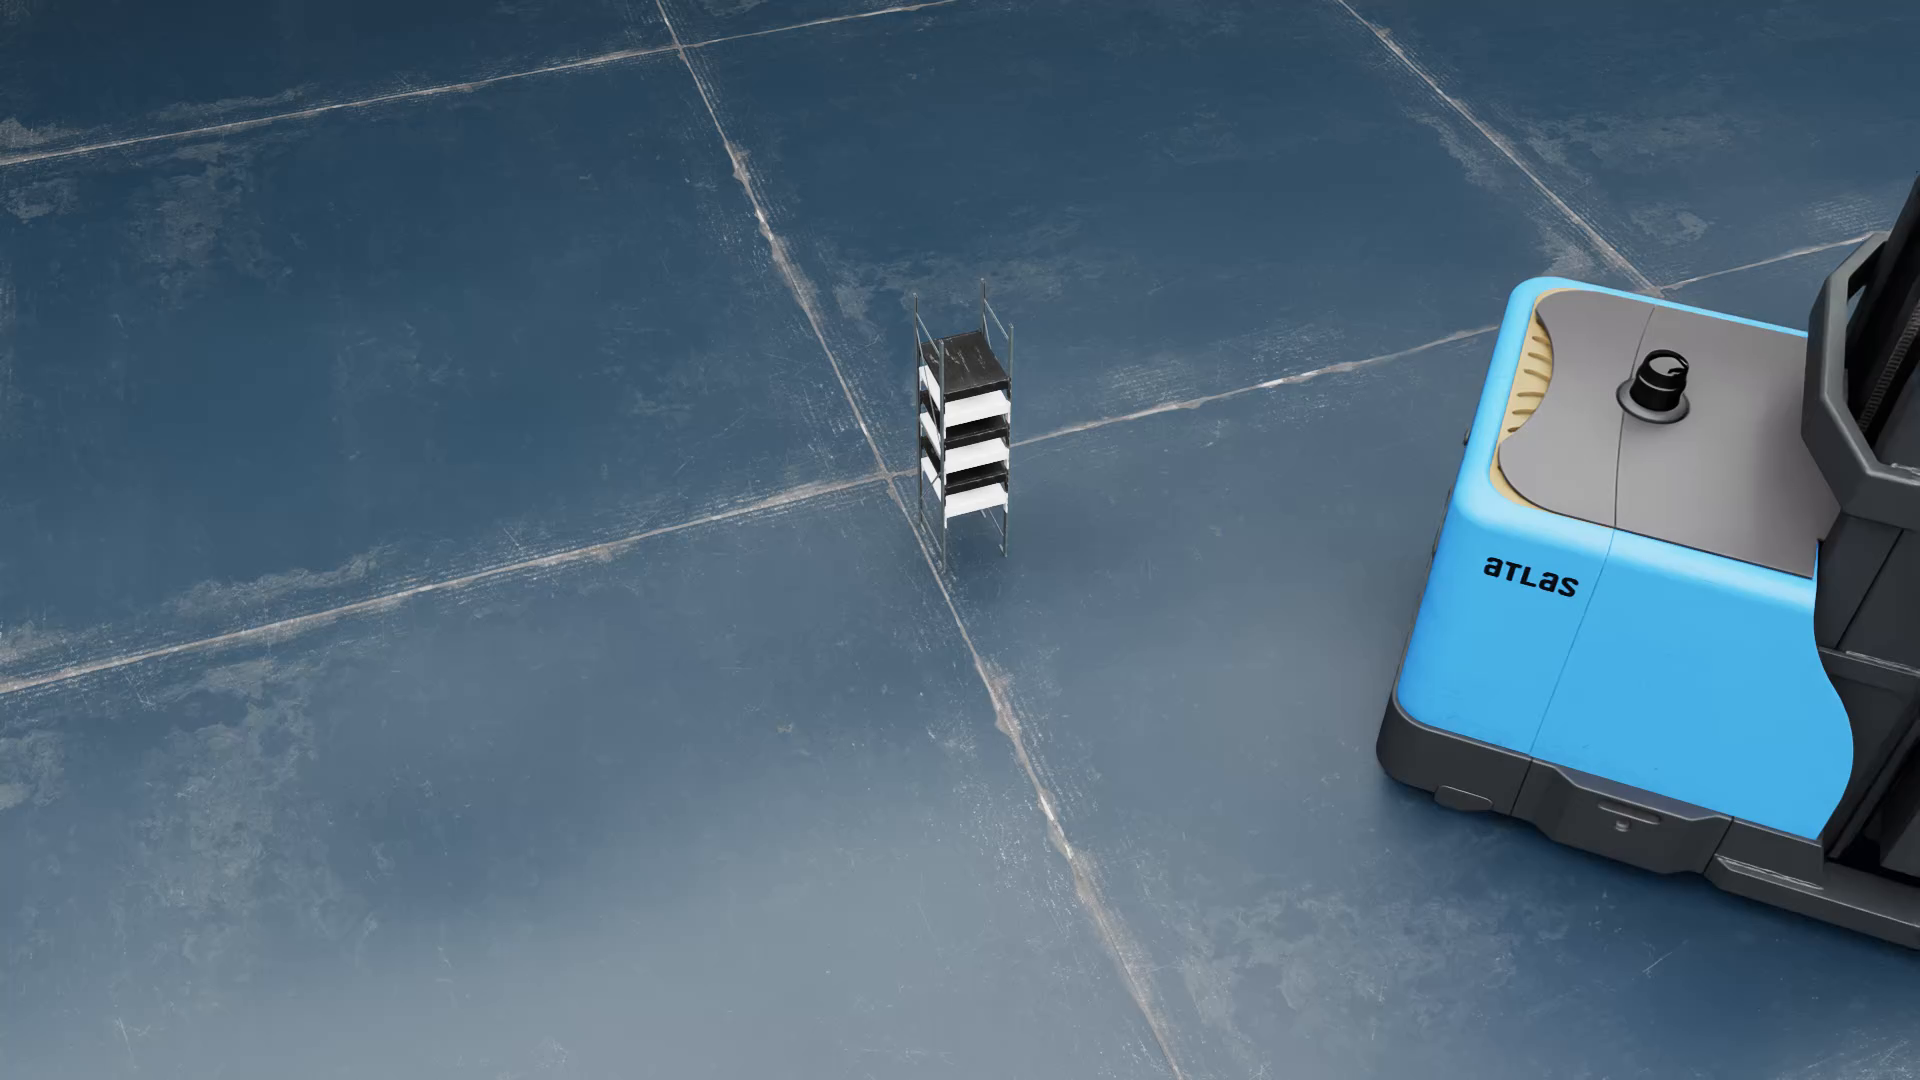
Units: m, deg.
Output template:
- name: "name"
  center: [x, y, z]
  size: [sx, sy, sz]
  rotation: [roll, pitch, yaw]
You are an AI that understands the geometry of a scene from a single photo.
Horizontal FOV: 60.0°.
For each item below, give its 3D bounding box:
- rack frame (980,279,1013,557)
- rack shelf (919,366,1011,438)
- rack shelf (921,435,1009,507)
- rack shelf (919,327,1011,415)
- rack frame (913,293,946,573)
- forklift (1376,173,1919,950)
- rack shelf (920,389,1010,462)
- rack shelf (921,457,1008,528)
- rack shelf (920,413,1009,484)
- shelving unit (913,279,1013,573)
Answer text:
- name: "rack frame"
  center: [0.103, -0.344, 4.958]
  size: [0.006, 0.900, 0.240]
  rotation: [-14, 47, -14]
- name: "rack shelf"
  center: [0.008, -0.423, 4.829]
  size: [0.200, 0.077, 0.258]
  rotation: [-14, 47, -14]
- name: "rack shelf"
  center: [0.008, -0.233, 5.021]
  size: [0.200, 0.077, 0.258]
  rotation: [-14, 47, -14]
- name: "rack shelf"
  center: [0.008, -0.487, 4.766]
  size: [0.200, 0.077, 0.258]
  rotation: [-14, 47, -14]
- name: "rack frame"
  center: [-0.088, -0.295, 4.909]
  size: [0.006, 0.900, 0.240]
  rotation: [-14, 47, -14]
- name: "forklift"
  center: [2.710, -0.293, 3.472]
  size: [3.031, 2.935, 1.130]
  rotation: [16, 47, 15]
- name: "rack shelf"
  center: [0.008, -0.360, 4.893]
  size: [0.200, 0.077, 0.258]
  rotation: [-14, 47, -14]
- name: "rack shelf"
  center: [0.008, -0.169, 5.084]
  size: [0.200, 0.077, 0.258]
  rotation: [-14, 47, -14]
- name: "rack shelf"
  center: [0.008, -0.296, 4.957]
  size: [0.200, 0.077, 0.258]
  rotation: [-14, 47, -14]
- name: "shelving unit"
  center: [0.008, -0.320, 4.933]
  size: [0.210, 0.900, 0.258]
  rotation: [-14, 47, -14]
